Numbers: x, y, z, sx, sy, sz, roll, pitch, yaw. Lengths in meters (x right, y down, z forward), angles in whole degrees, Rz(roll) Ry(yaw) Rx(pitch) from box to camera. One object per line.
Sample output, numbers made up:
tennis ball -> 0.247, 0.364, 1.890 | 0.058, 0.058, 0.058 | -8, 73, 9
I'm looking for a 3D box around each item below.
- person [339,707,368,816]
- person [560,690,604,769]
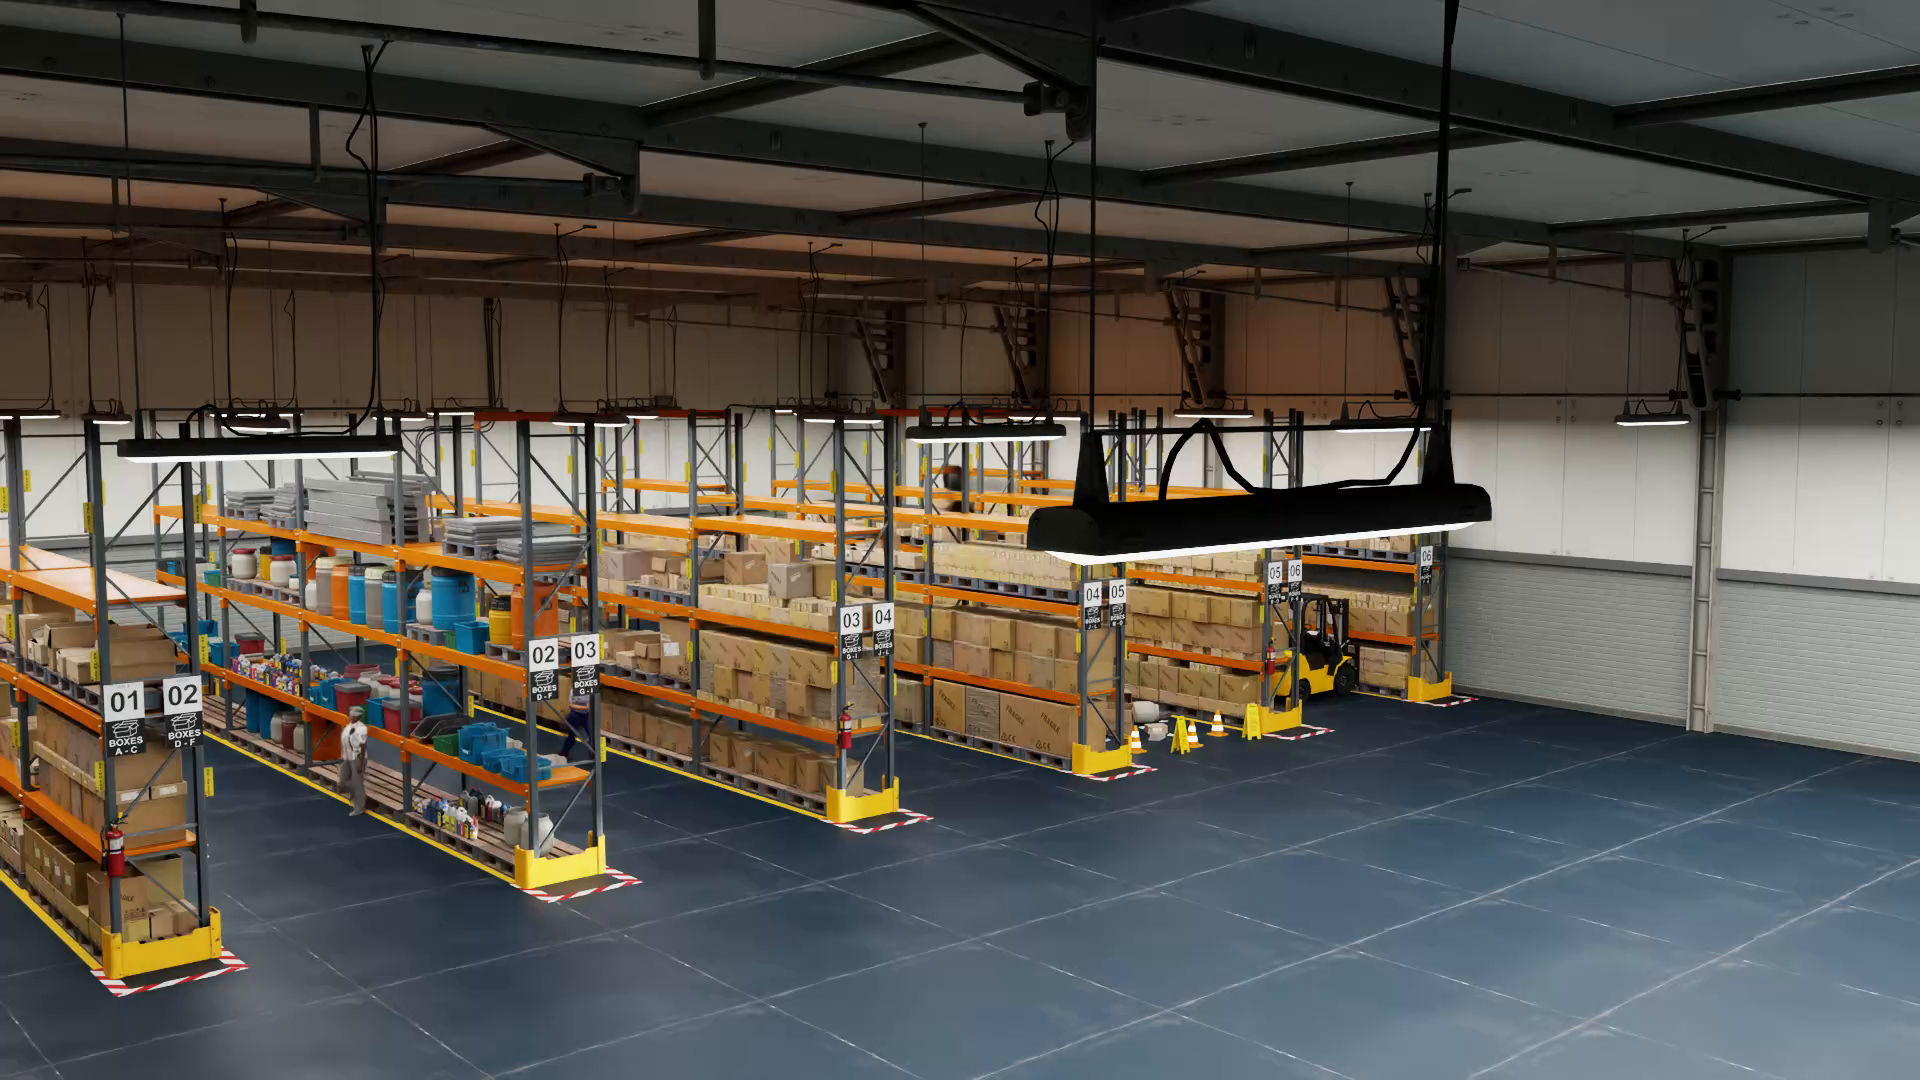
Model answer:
person -> -9.126, 3.300, 25.070 | 0.637, 1.664, 0.494 | 3, 6, 34
person -> -6.452, 3.034, 28.233 | 0.962, 1.629, 0.611 | 4, 7, 40
